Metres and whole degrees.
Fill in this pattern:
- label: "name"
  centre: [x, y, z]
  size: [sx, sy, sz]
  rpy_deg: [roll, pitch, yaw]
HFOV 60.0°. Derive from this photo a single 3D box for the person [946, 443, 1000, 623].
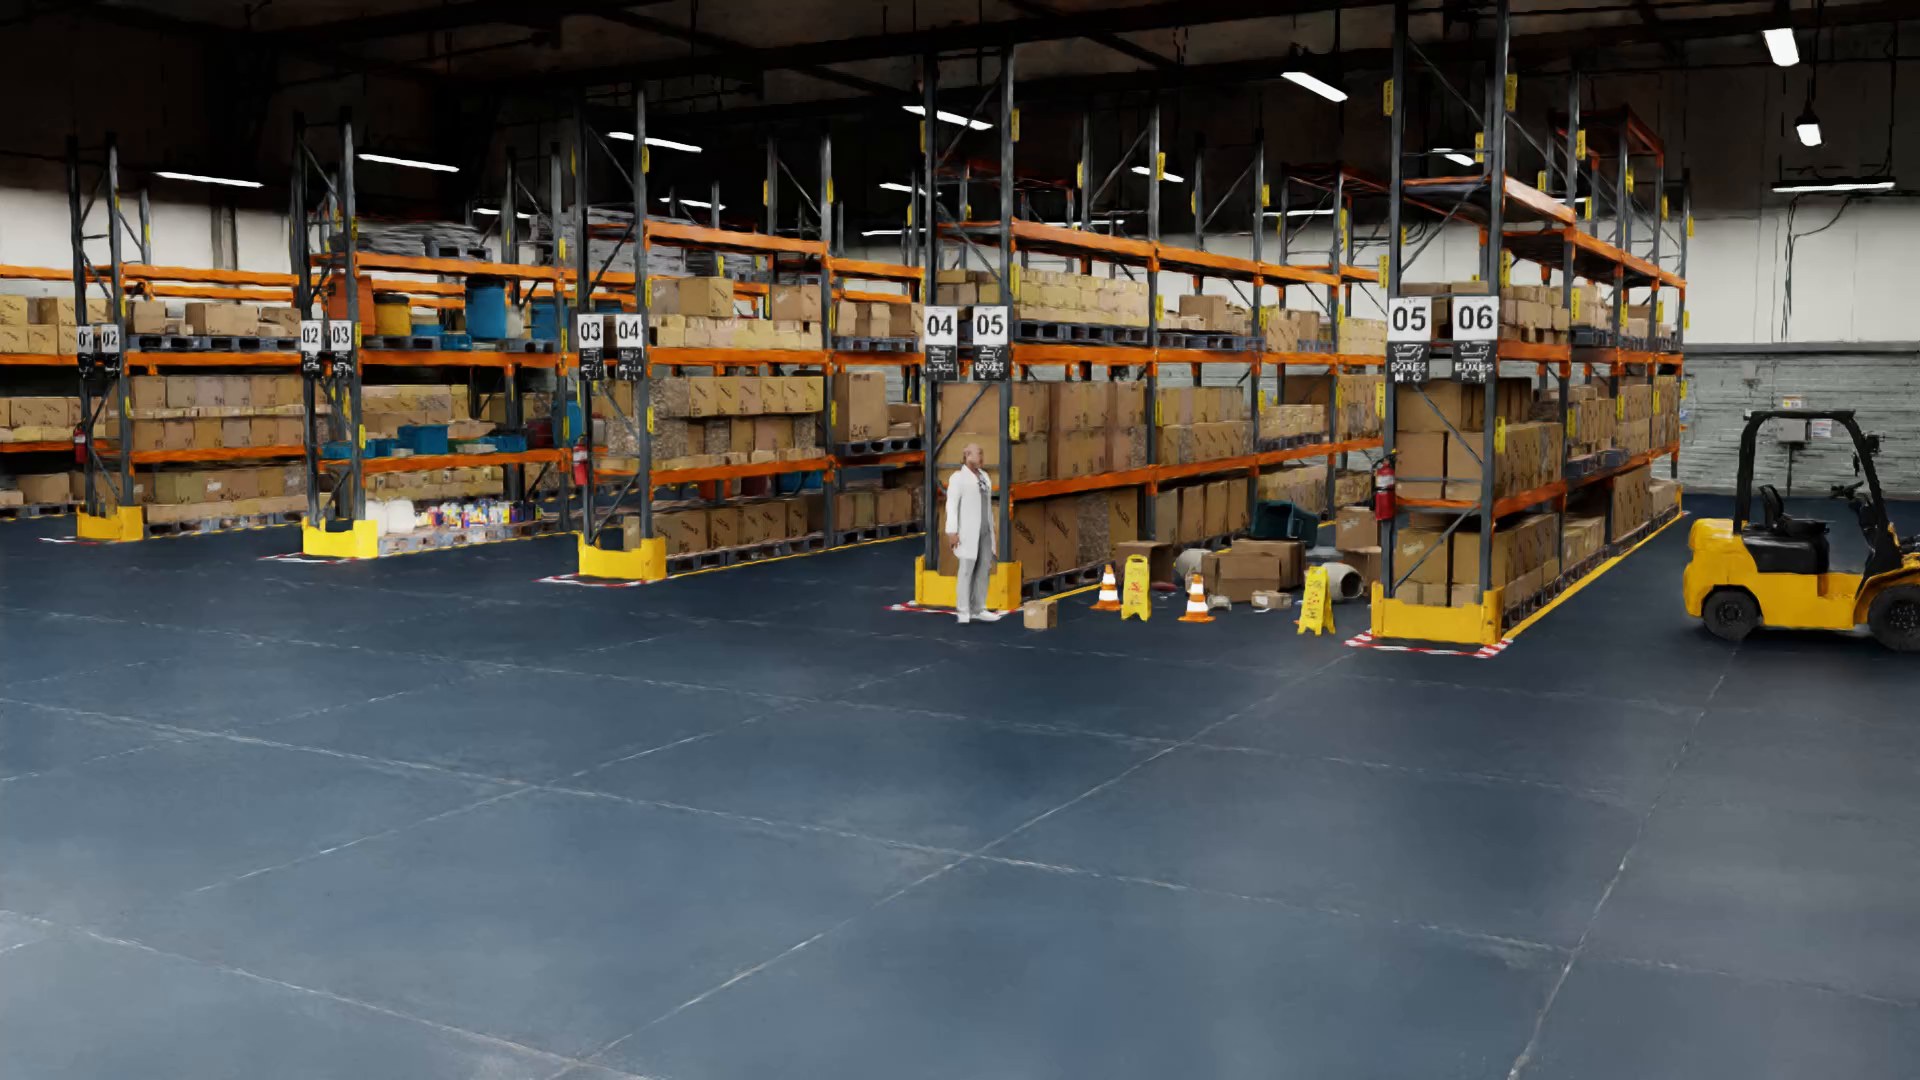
- label: "person"
  centre: [0.122, -0.074, 16.572]
  size: [0.377, 1.784, 0.697]
  rpy_deg: [6, 8, 44]
